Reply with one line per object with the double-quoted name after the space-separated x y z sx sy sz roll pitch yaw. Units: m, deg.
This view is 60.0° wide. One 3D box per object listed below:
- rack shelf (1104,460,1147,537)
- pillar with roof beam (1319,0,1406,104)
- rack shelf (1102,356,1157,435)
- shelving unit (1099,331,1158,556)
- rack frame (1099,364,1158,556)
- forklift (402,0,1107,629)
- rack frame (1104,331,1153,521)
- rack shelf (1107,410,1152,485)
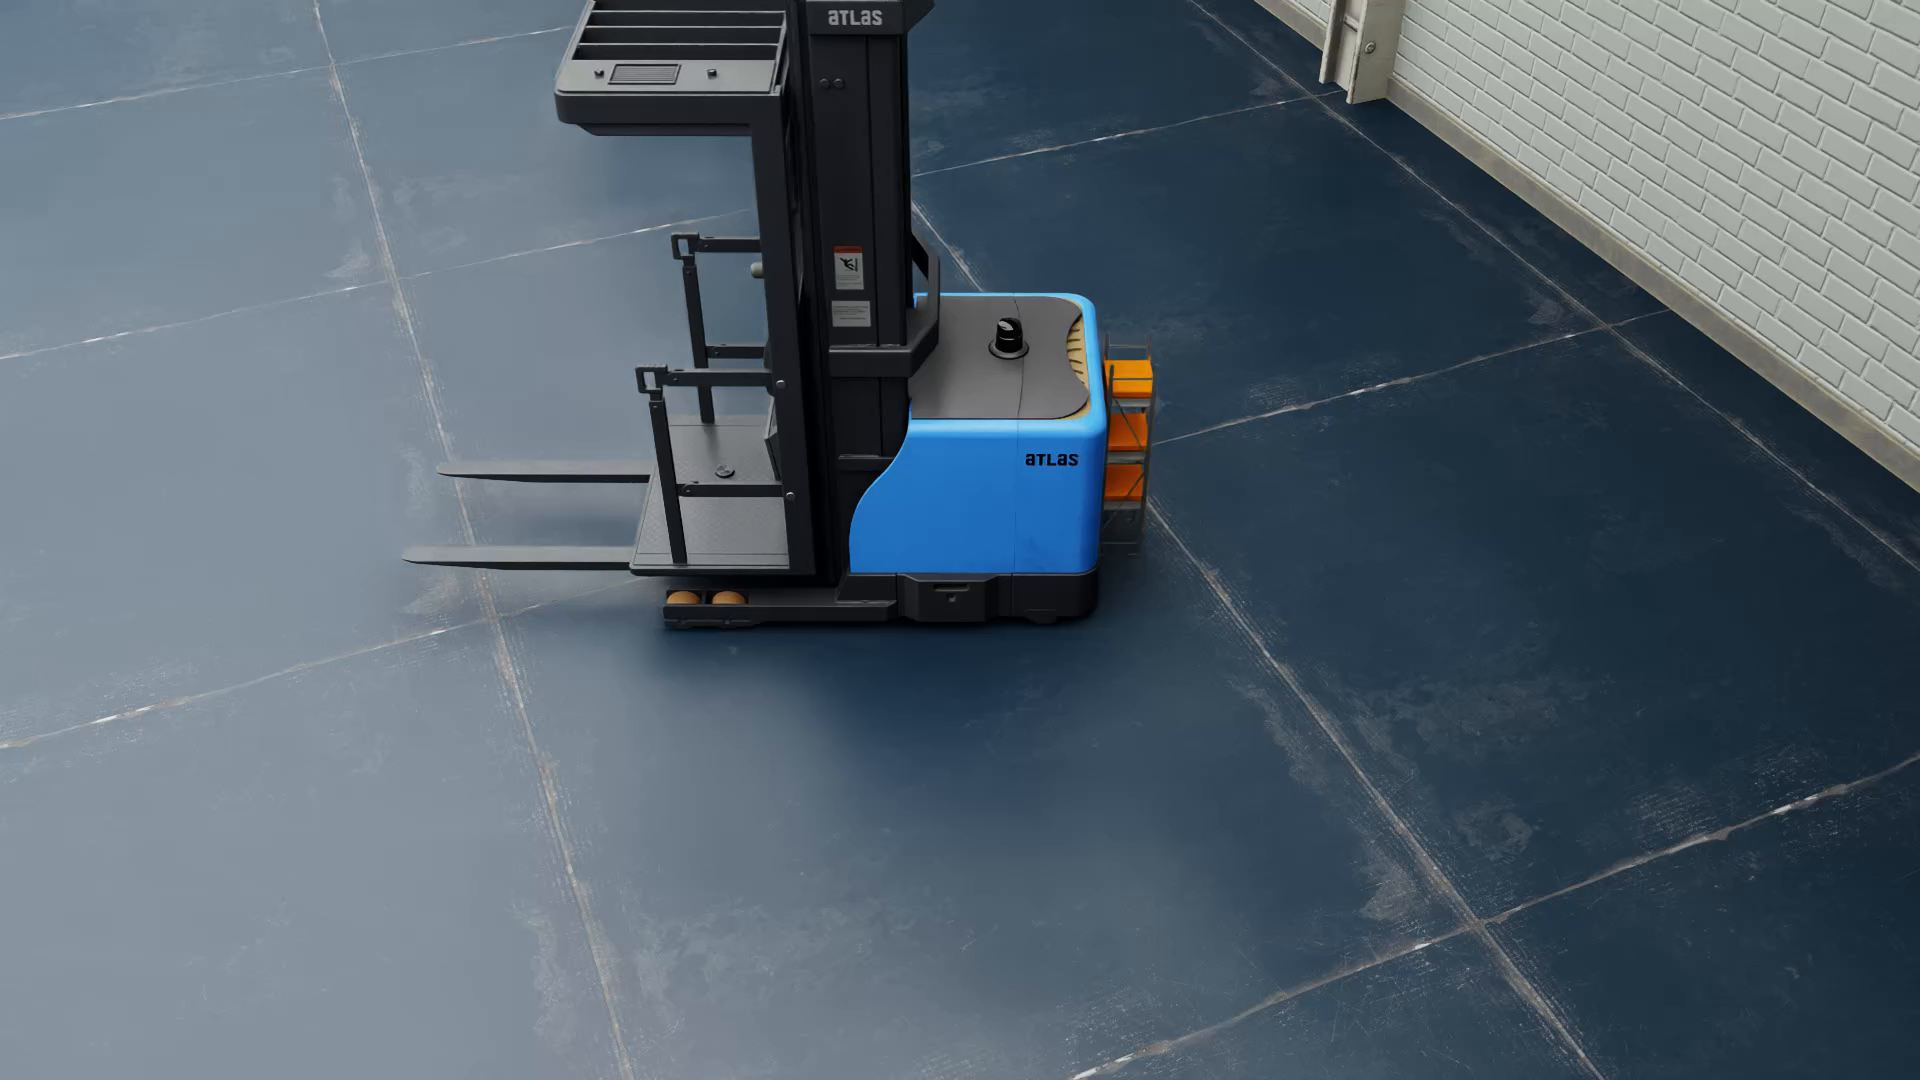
0.722 -0.190 7.527 0.215 0.259 0.240 0 41 0 "rack shelf"
-1.323 -5.384 7.028 9.100 9.000 0.400 -15 43 -17 "pillar with roof beam"
0.722 -0.616 7.161 0.215 0.259 0.240 0 41 0 "rack shelf"
0.722 -0.409 7.339 0.215 1.050 0.252 0 41 0 "shelving unit"
0.723 -0.329 7.246 0.200 1.050 0.008 0 41 0 "rack frame"
-0.913 -1.072 6.667 3.031 2.935 1.130 0 41 0 "forklift"
0.721 -0.488 7.431 0.200 1.050 0.008 0 41 0 "rack frame"
0.722 -0.401 7.346 0.215 0.259 0.240 0 41 0 "rack shelf"
